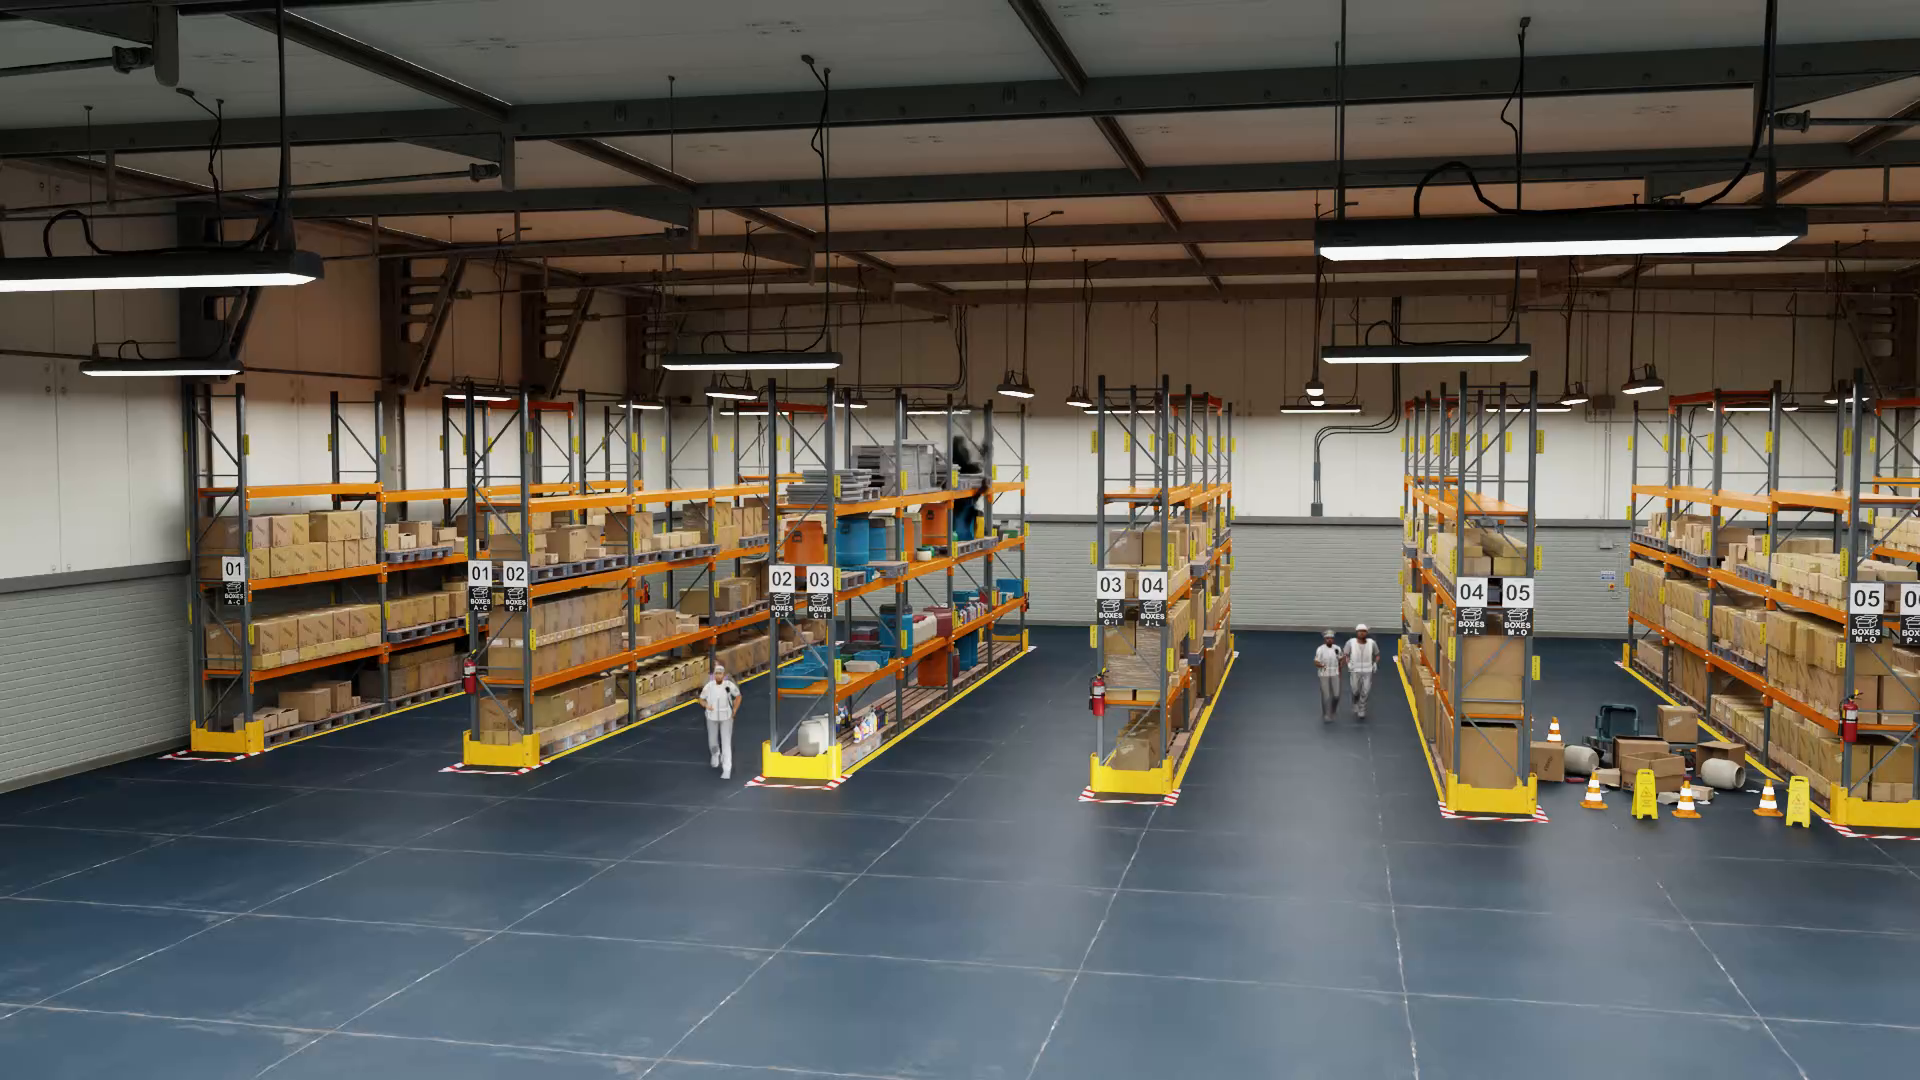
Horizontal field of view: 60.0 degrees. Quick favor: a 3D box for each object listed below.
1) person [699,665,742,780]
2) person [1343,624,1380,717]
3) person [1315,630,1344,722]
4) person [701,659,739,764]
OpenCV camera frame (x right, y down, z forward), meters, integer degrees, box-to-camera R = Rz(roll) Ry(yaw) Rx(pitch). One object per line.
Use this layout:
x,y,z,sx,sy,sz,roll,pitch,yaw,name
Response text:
-3.637,2.726,25.176,0.638,1.669,0.884,0,3,-1,person
7.340,2.406,30.394,0.674,1.749,0.546,0,3,8,person
6.660,2.453,29.897,0.554,1.665,0.611,0,3,5,person
-3.810,2.704,26.361,0.559,1.659,0.707,0,3,2,person
